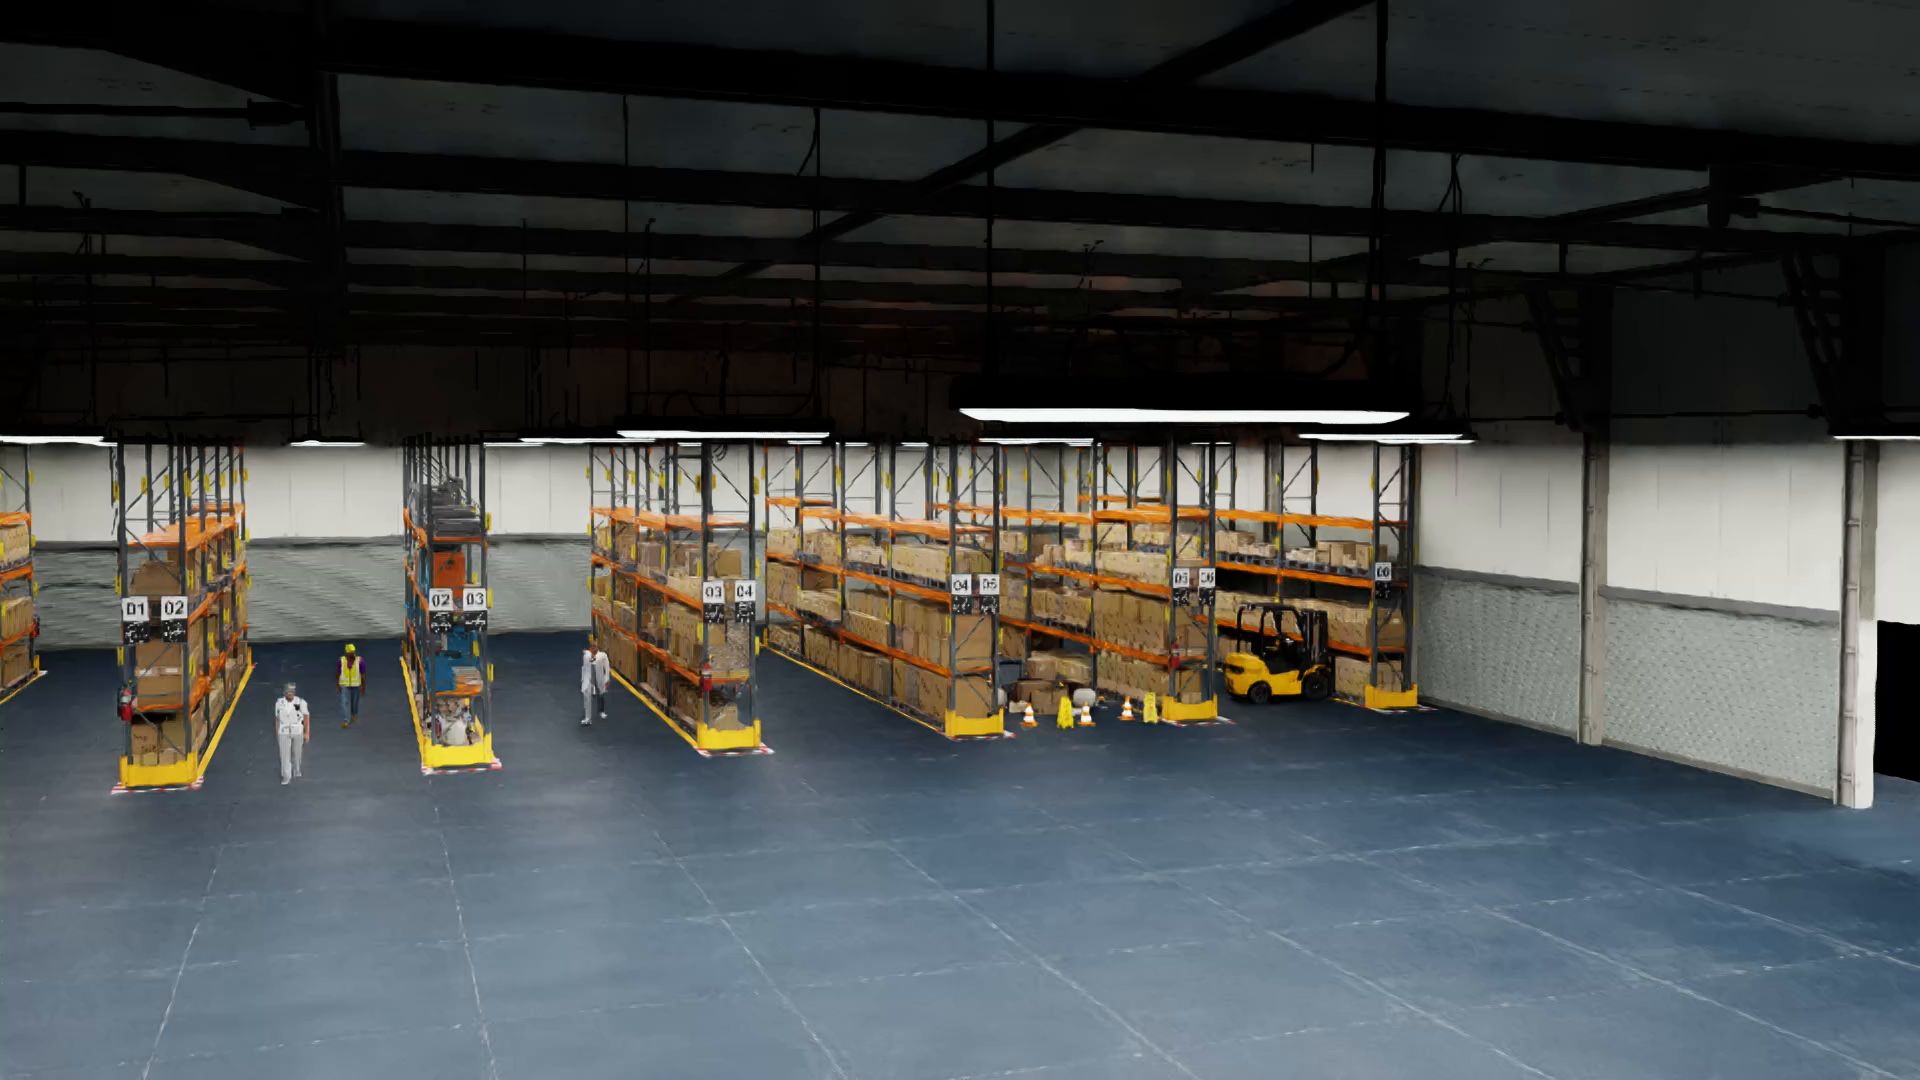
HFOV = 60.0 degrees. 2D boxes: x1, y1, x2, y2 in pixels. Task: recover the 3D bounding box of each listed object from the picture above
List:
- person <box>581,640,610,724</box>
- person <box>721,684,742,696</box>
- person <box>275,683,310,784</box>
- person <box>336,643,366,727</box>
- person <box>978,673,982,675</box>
[{"bbox_3d":[-7.586,2.933,34.624,0.616,1.734,1.017,0,3,-4],"label":"person"},{"bbox_3d":[-5.331,2.785,38.360,0.448,1.590,1.110,-1,3,-18],"label":"person"},{"bbox_3d":[-11.443,3.280,28.499,0.557,1.712,1.030,-1,3,-21],"label":"person"},{"bbox_3d":[-12.539,2.968,34.261,0.575,1.689,1.119,-1,3,-22],"label":"person"},{"bbox_3d":[0.289,2.654,39.836,0.544,1.637,0.540,1,3,11],"label":"person"}]
